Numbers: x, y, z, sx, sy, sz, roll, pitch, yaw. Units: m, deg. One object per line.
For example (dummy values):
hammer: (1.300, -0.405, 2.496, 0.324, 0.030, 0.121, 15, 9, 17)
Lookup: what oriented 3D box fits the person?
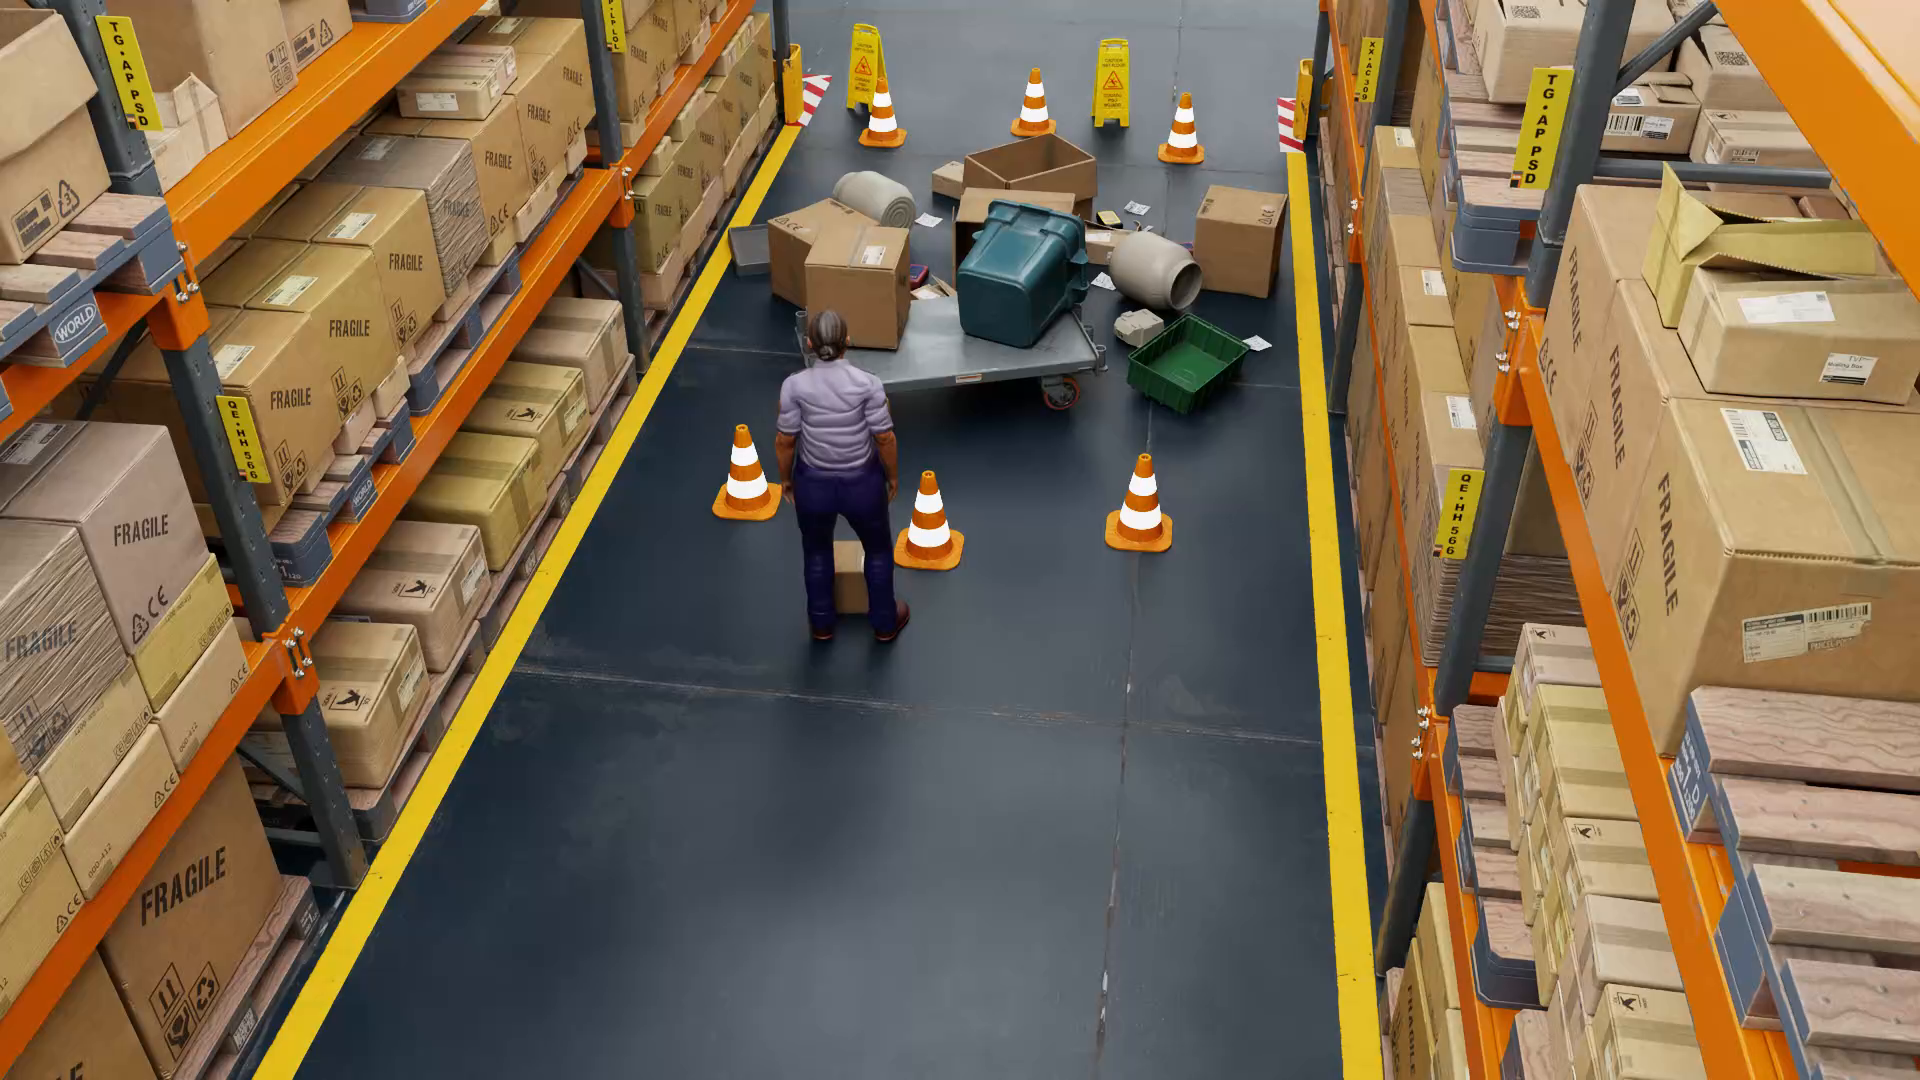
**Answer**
person: (-0.521, -0.258, 7.395, 0.563, 1.653, 0.335, 0, 36, 1)
